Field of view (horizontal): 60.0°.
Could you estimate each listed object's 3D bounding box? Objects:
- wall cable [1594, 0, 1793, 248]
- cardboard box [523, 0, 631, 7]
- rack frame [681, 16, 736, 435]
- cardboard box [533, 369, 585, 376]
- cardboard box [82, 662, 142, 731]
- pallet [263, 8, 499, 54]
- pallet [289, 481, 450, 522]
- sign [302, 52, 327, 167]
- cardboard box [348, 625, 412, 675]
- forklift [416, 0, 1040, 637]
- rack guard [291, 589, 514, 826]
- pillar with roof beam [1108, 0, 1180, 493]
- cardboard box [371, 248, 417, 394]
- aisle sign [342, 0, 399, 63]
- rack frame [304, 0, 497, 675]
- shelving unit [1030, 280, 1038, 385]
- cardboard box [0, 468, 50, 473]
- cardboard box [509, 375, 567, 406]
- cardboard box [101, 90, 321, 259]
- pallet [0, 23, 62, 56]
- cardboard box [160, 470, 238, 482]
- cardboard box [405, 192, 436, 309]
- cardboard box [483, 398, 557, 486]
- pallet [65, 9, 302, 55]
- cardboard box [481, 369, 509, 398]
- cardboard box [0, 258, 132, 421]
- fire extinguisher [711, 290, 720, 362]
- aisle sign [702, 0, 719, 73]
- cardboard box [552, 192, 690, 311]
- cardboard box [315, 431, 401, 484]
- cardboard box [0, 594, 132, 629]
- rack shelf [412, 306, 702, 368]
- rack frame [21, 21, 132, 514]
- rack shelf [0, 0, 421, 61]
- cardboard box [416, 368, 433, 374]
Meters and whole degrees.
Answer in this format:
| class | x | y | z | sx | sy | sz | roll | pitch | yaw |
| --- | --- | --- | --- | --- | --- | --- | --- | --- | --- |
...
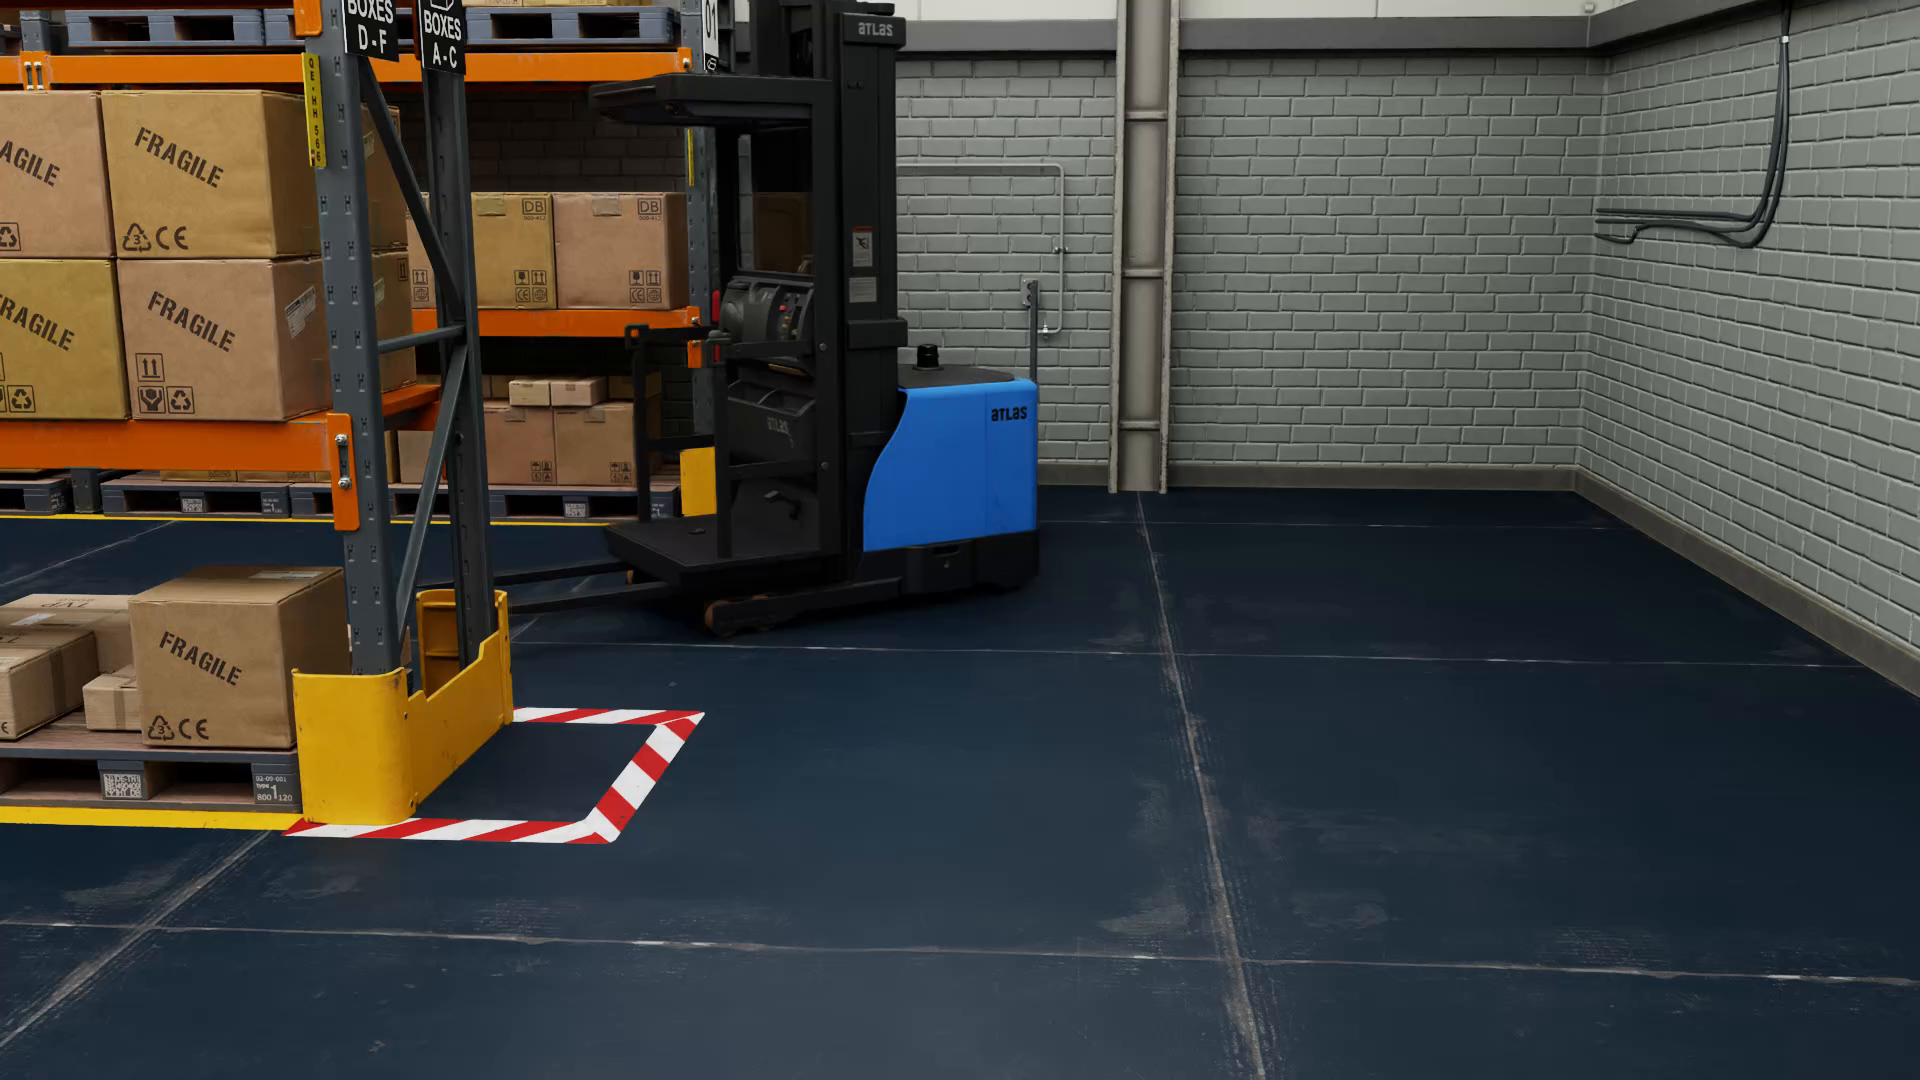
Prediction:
| class | x | y | z | sx | sy | sz | roll | pitch | yaw |
| --- | --- | --- | --- | --- | --- | --- | --- | --- | --- |
| wall cable | 4.087 | -2.945 | 9.451 | 0.112 | 2.526 | 3.097 | 1 | 12 | 4 |
| cardboard box | -2.281 | -3.284 | 9.910 | 0.500 | 0.250 | 0.500 | 1 | 12 | 5 |
| rack frame | -1.533 | -1.679 | 10.466 | 0.127 | 3.000 | 1.000 | 1 | 12 | 4 |
| cardboard box | -2.605 | -1.013 | 10.780 | 0.250 | 0.149 | 0.380 | 1 | 12 | 4 |
| cardboard box | -2.817 | 0.524 | 5.783 | 0.250 | 0.166 | 0.380 | 1 | 12 | 4 |
| pallet | -3.494 | -3.128 | 10.284 | 1.213 | 0.211 | 1.003 | 1 | 12 | 4 |
| pallet | -3.550 | -0.326 | 10.810 | 1.213 | 0.211 | 1.003 | 1 | 12 | 4 |
| sign | -1.917 | -1.275 | 4.937 | 0.005 | 0.325 | 0.100 | 1 | 12 | 4 |
| cardboard box | -2.255 | 0.438 | 6.238 | 0.250 | 0.149 | 0.380 | 1 | 12 | 4 |
| forklift | -1.113 | -1.114 | 7.934 | 3.031 | 2.935 | 1.130 | -7 | 14 | -31 |
| rack guard | -1.936 | 0.556 | 5.889 | 0.348 | 0.500 | 1.175 | 1 | 12 | 4 |
| pillar with roof beam | 0.932 | -3.875 | 6.316 | 0.400 | 9.000 | 9.100 | 1 | 12 | 4 |
| cardboard box | -2.285 | -0.775 | 5.905 | 0.500 | 0.500 | 0.500 | 1 | 12 | 5 |
| aisle sign | -1.812 | -1.875 | 5.058 | 0.004 | 0.787 | 0.394 | 1 | 12 | 4 |
| rack frame | -1.860 | -0.667 | 5.628 | 0.127 | 3.000 | 1.000 | 1 | 12 | 4 |
| shelving unit | -0.085 | -0.735 | 9.620 | 1.048 | 1.500 | 0.538 | 1 | 12 | 4 |
| cardboard box | -6.181 | -0.869 | 10.821 | 0.750 | 0.750 | 0.750 | 1 | 12 | 4 |
| cardboard box | -2.633 | -0.935 | 10.407 | 0.250 | 0.149 | 0.380 | 1 | 12 | 5 |
| cardboard box | -2.322 | -1.155 | 5.276 | 0.500 | 0.500 | 0.500 | 1 | 12 | 3 |
| pallet | -6.442 | -3.110 | 10.452 | 1.217 | 0.209 | 0.805 | 0 | 12 | 1 |
| cardboard box | -4.784 | -0.684 | 10.792 | 0.500 | 0.500 | 0.700 | 1 | 12 | 4 |
| cardboard box | -3.529 | -1.850 | 10.555 | 0.700 | 0.700 | 0.980 | 0 | 12 | 1 |
| cardboard box | -2.737 | -0.657 | 10.660 | 0.500 | 0.500 | 0.700 | 1 | 12 | 4 |
| pallet | -4.708 | -3.145 | 10.366 | 1.213 | 0.211 | 1.003 | 1 | 12 | 4 |
| cardboard box | -3.109 | -1.020 | 10.813 | 0.250 | 0.149 | 0.380 | 1 | 12 | 5 |
| cardboard box | -2.843 | -0.672 | 5.412 | 0.500 | 0.500 | 0.500 | 1 | 12 | 4 |
| fire extinguisher | -1.413 | -1.362 | 10.052 | 0.183 | 0.674 | 0.296 | 1 | 12 | 4 |
| aisle sign | -1.481 | -2.889 | 9.903 | 0.004 | 0.787 | 0.394 | 1 | 12 | 4 |
| cardboard box | -2.042 | -1.830 | 10.459 | 0.700 | 0.700 | 0.980 | 1 | 12 | 6 |
| cardboard box | -3.771 | -0.669 | 10.720 | 0.500 | 0.500 | 0.700 | 1 | 12 | 5 |
| cardboard box | -3.381 | 0.385 | 6.243 | 0.500 | 0.250 | 0.500 | 1 | 12 | 4 |
| rack shelf | -3.528 | -1.354 | 10.671 | 4.000 | 0.370 | 1.077 | 1 | 12 | 4 |
| rack frame | -5.524 | -1.733 | 10.728 | 0.127 | 3.000 | 1.000 | 1 | 12 | 4 |
| rack shelf | -3.855 | -1.810 | 5.526 | 4.000 | 0.370 | 1.077 | 1 | 12 | 4 |
| cardboard box | -3.617 | -1.027 | 10.846 | 0.250 | 0.149 | 0.380 | 1 | 12 | 3 |
